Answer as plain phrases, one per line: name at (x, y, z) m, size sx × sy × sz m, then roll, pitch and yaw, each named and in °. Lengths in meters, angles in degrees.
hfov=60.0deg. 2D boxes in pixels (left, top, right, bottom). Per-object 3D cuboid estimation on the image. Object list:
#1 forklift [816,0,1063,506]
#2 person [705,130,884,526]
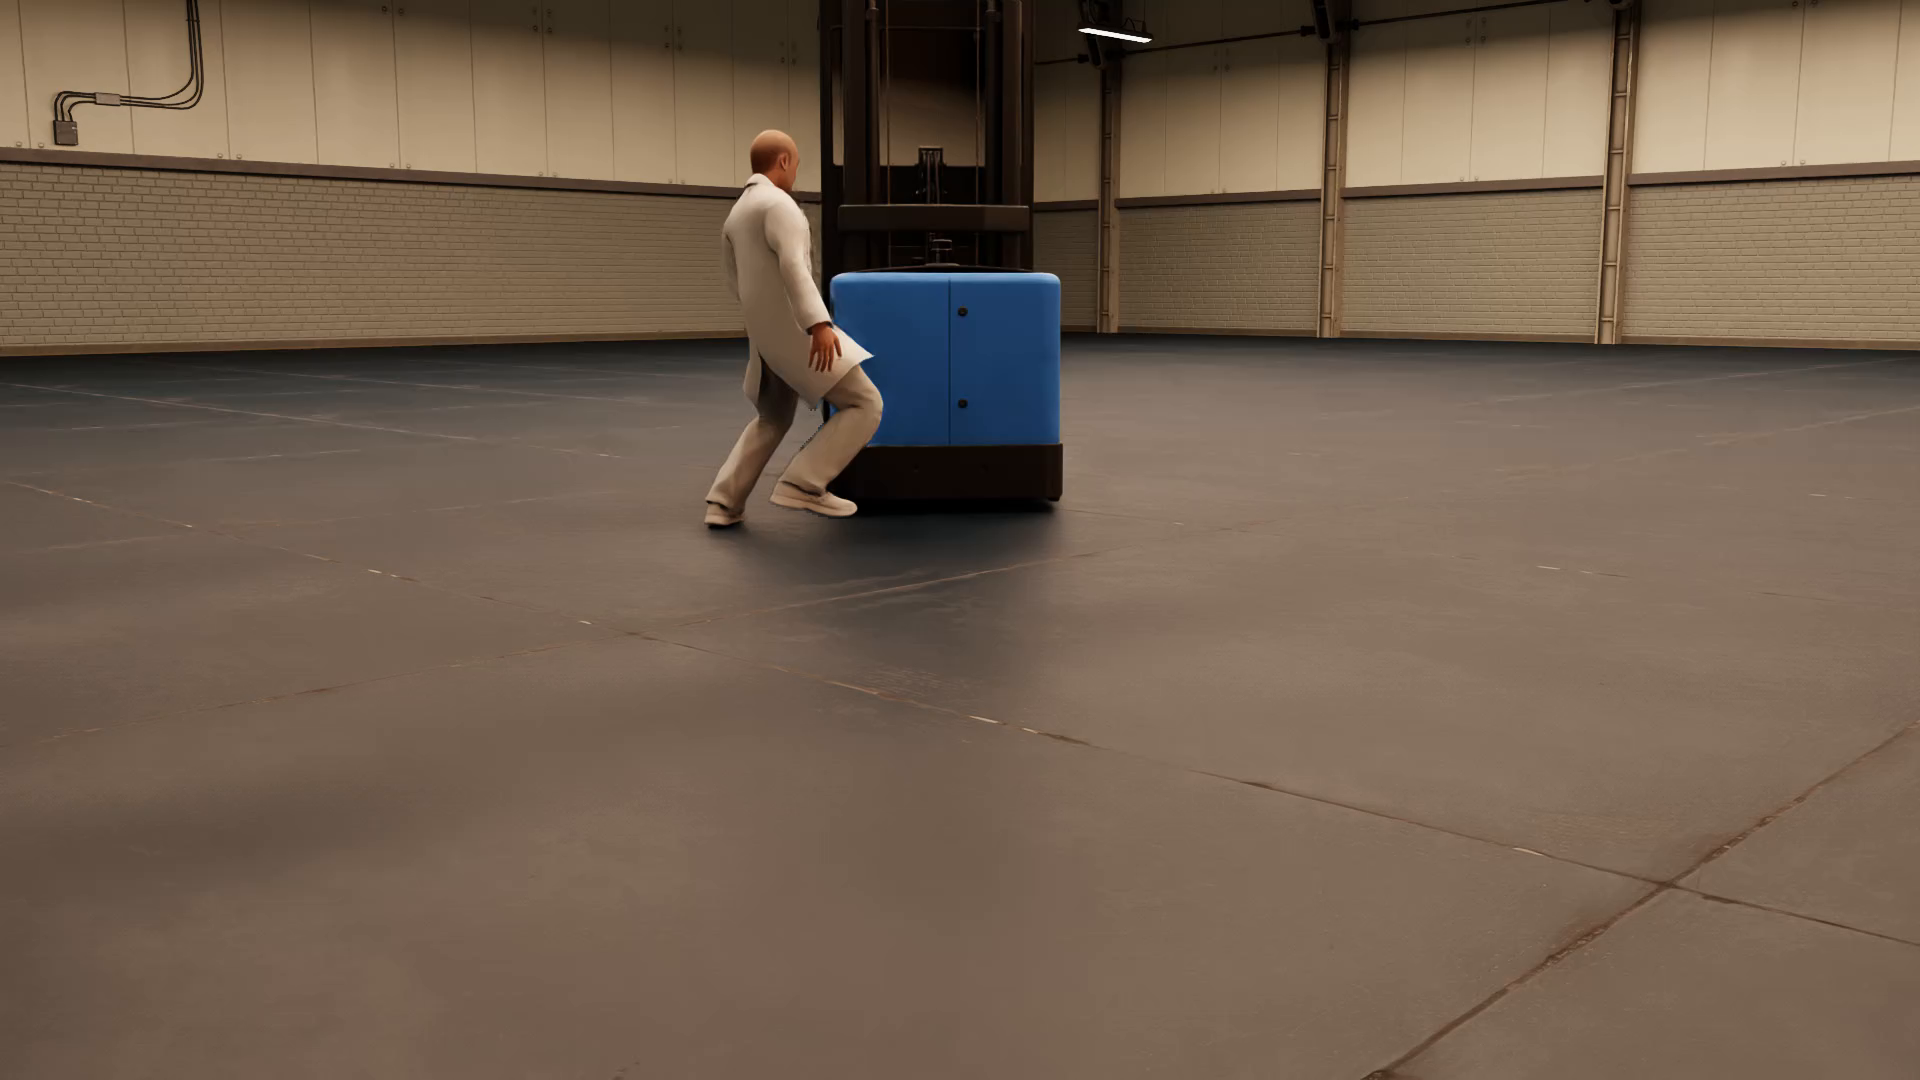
forklift at (-0.192, -1.788, 8.746) m, size 1.130 × 2.935 × 3.031 m, roll -1°, pitch 9°, yaw -6°
person at (-0.722, -0.856, 6.921) m, size 0.630 × 1.666 × 0.977 m, roll -4°, pitch 10°, yaw -26°
